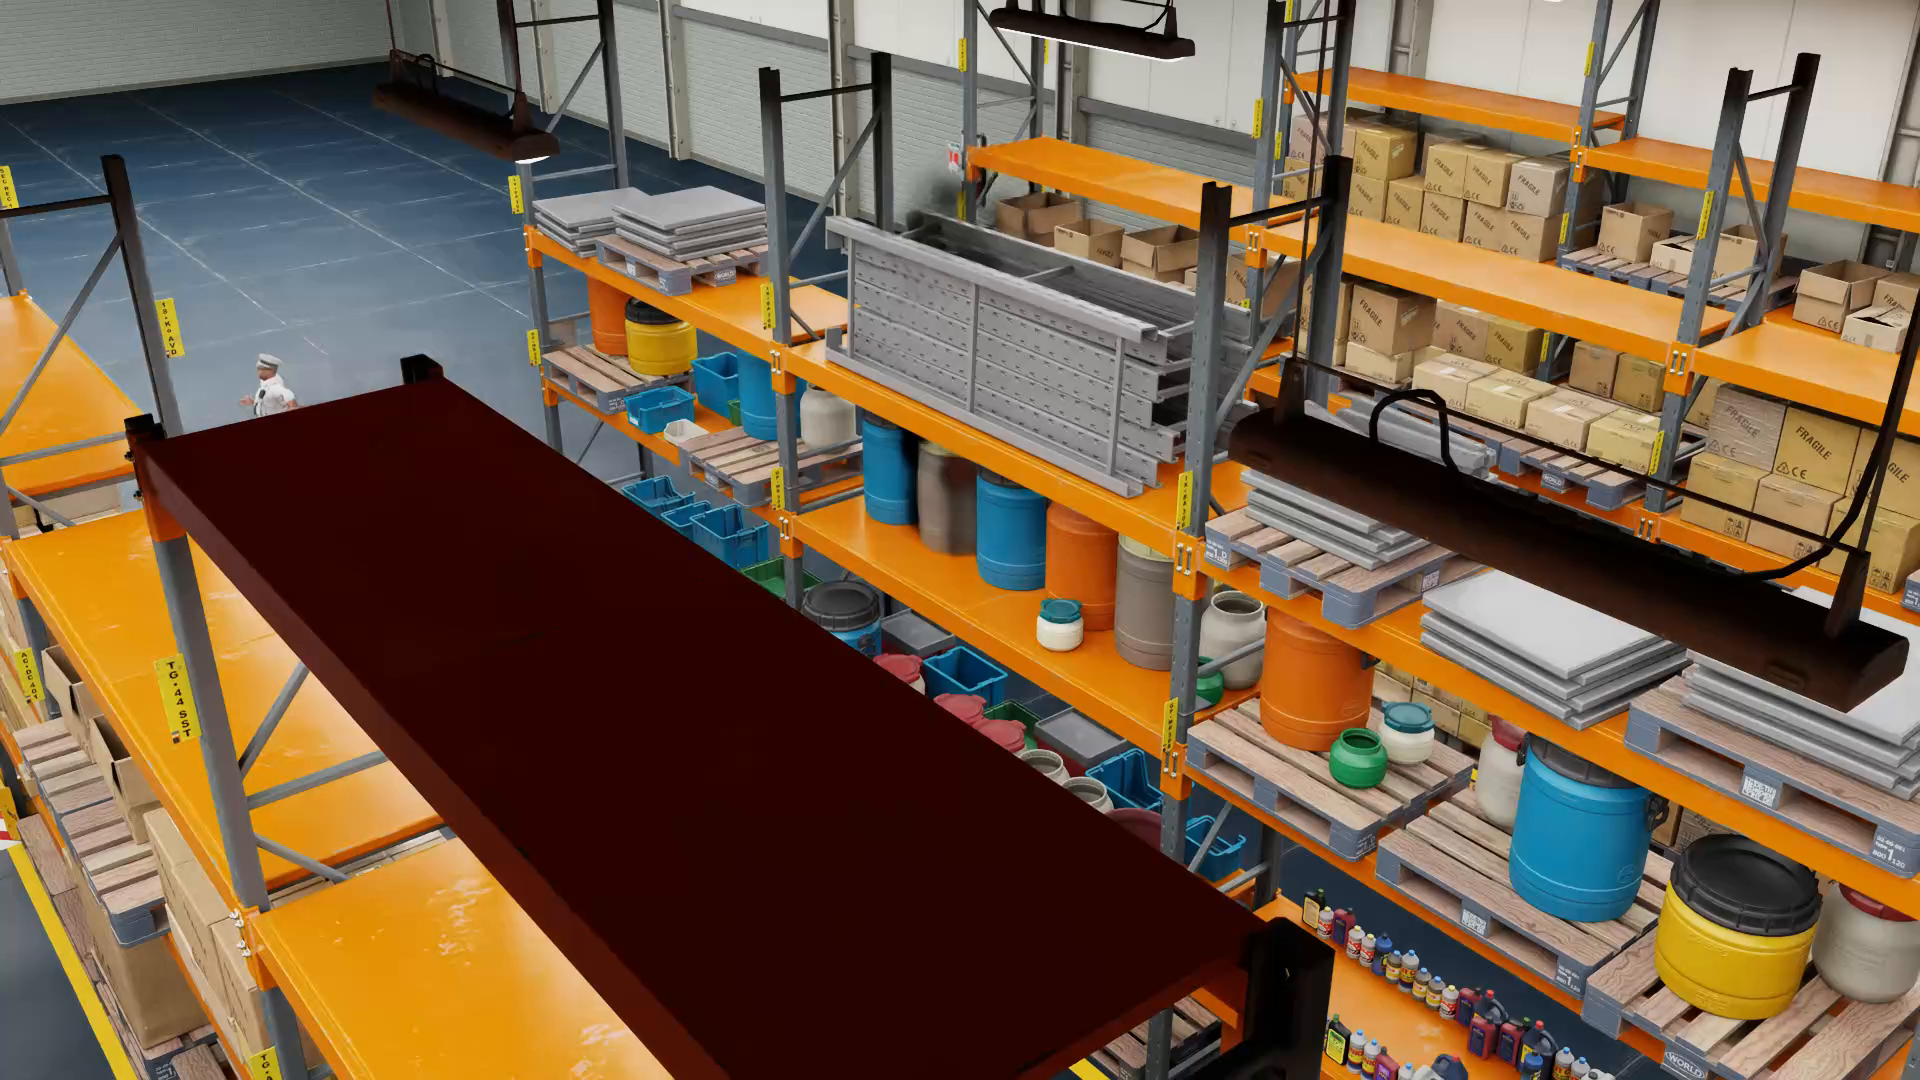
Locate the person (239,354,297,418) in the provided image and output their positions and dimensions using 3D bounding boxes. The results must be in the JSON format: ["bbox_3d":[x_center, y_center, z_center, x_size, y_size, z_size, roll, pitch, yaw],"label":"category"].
[{"bbox_3d":[-7.700,-1.252,18.731,0.957,1.776,0.658,-7,27,-14],"label":"person"}]
